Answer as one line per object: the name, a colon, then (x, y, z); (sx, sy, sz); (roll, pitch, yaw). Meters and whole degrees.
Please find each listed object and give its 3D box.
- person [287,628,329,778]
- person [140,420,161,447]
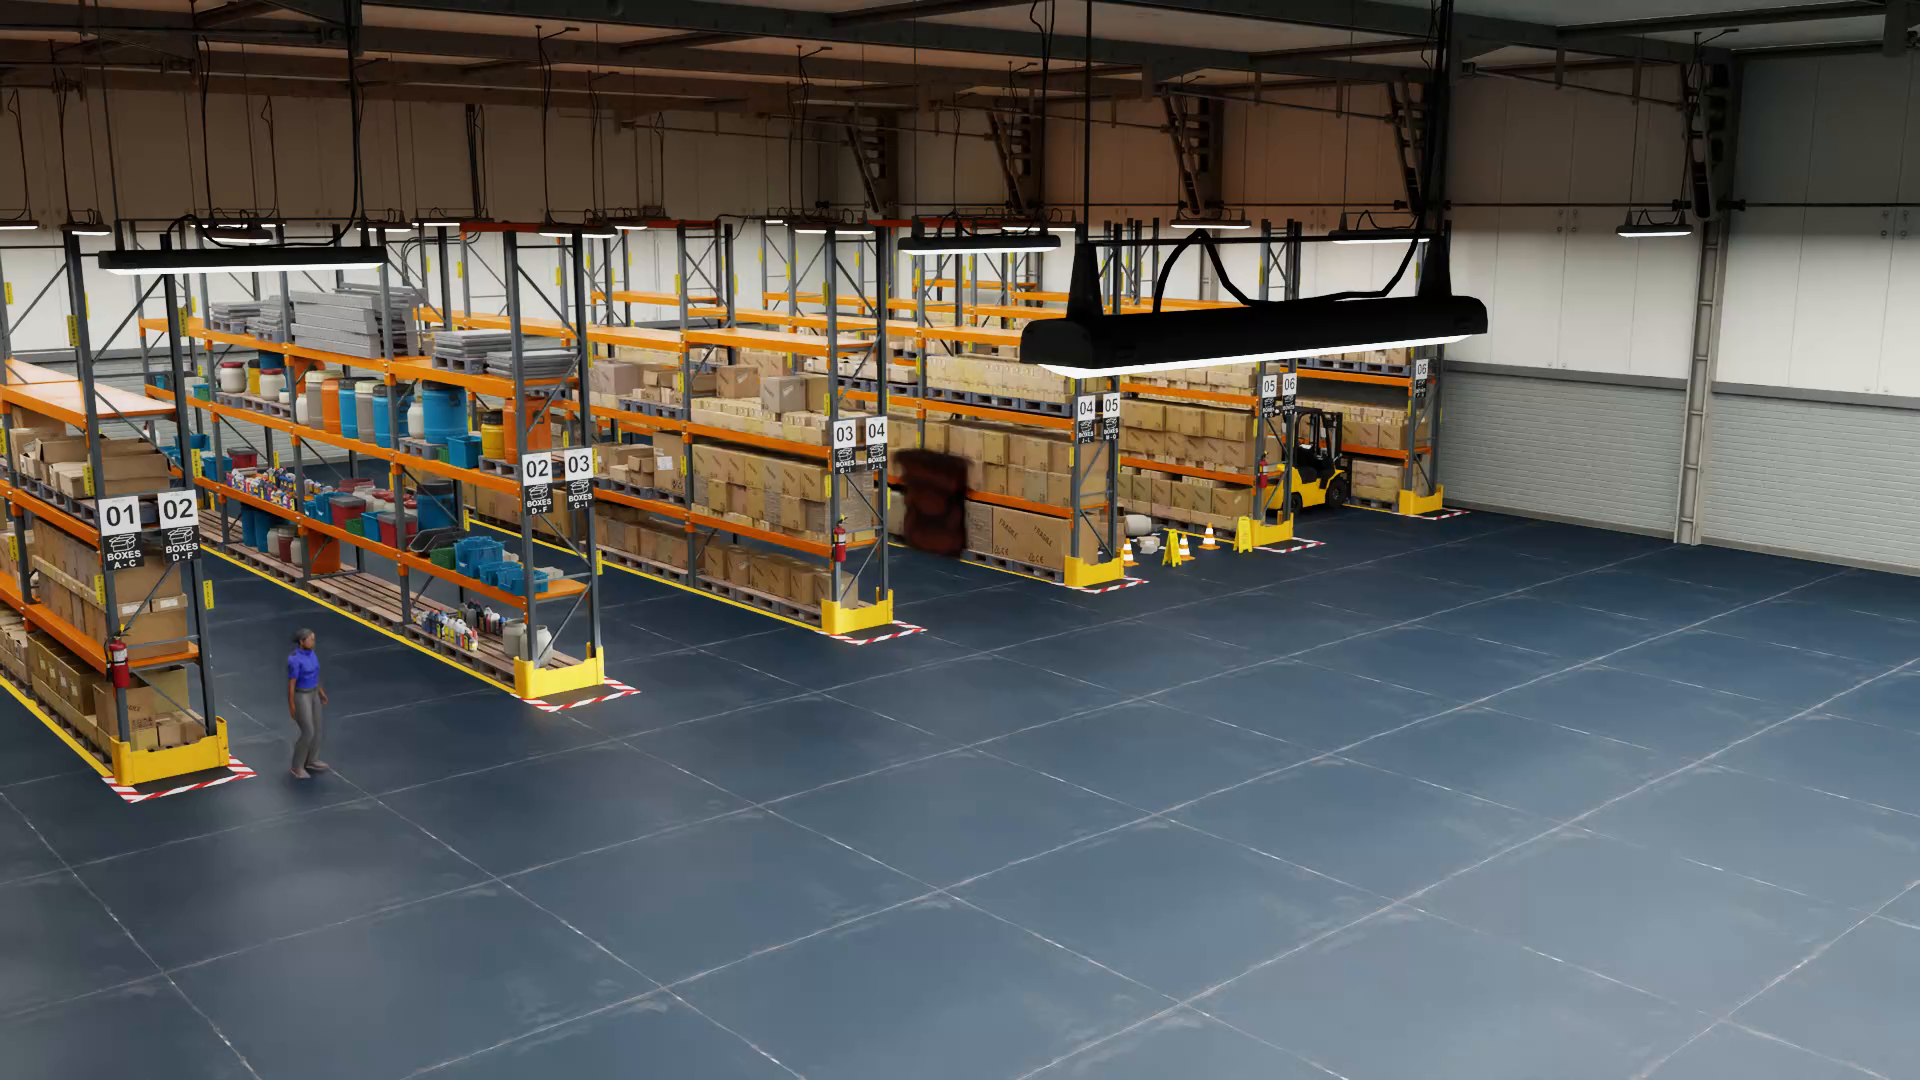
person: (-7.380, 1.834, 18.783); (0.356, 1.696, 0.583); (1, 11, 6)
person: (-17.901, -1.853, 36.823); (0.456, 1.682, 0.387); (-7, 14, -33)
